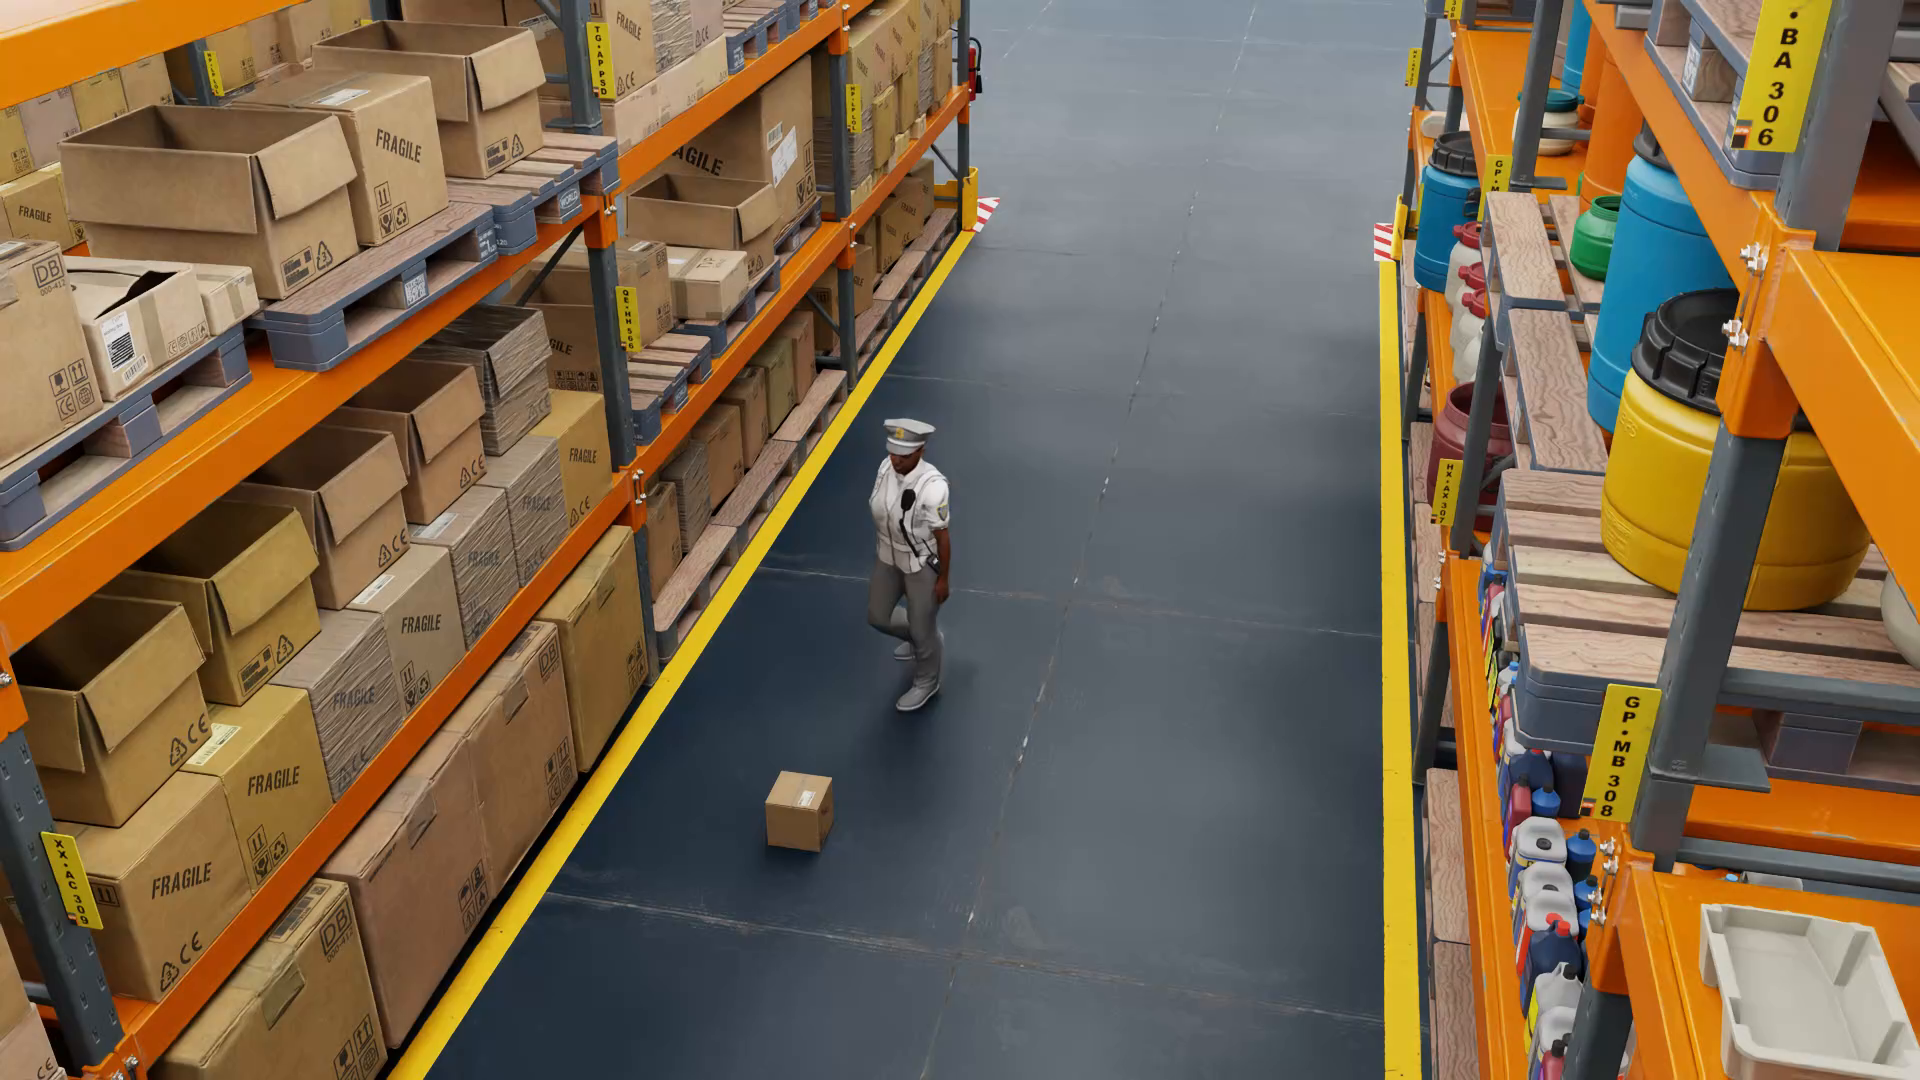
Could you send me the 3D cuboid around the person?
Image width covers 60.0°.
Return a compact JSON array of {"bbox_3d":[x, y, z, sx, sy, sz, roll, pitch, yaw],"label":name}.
[{"bbox_3d":[-0.215,0.084,8.432,0.529,1.672,0.526,24,37,37],"label":"person"}]
